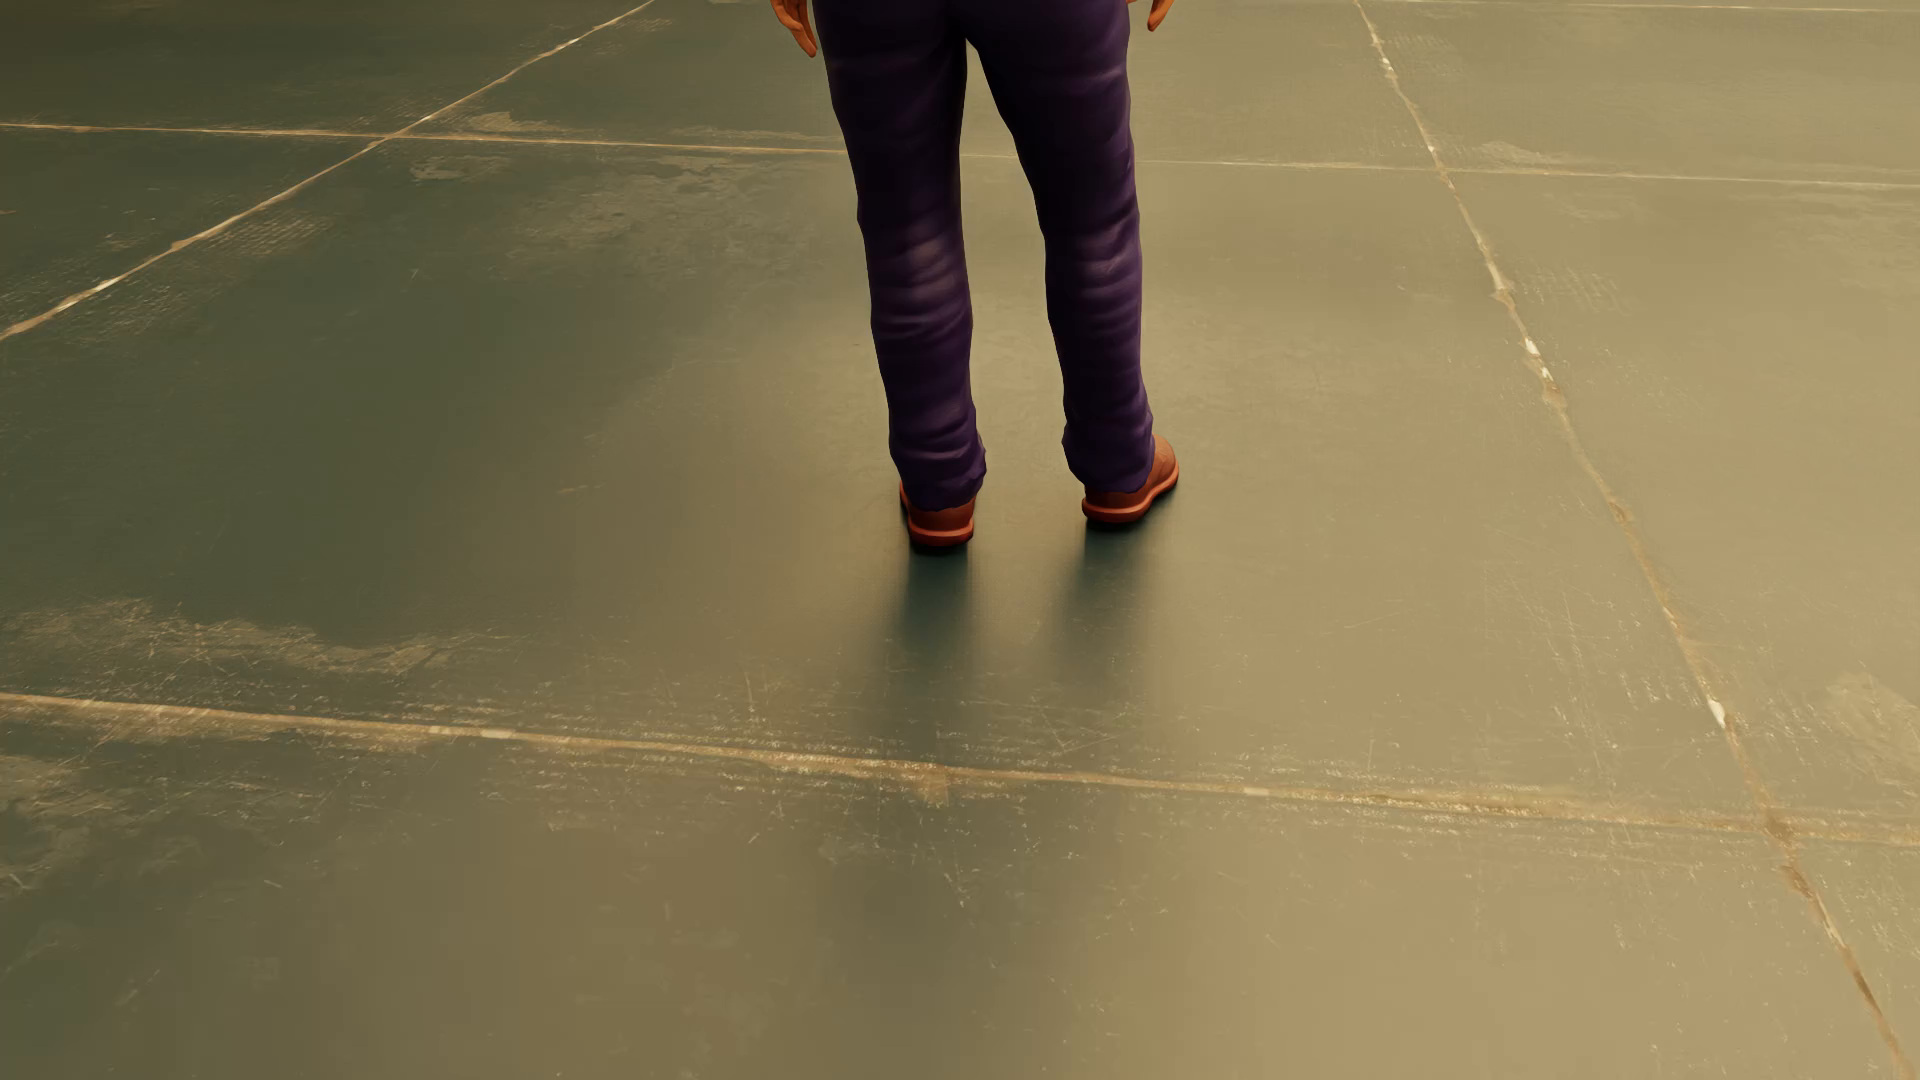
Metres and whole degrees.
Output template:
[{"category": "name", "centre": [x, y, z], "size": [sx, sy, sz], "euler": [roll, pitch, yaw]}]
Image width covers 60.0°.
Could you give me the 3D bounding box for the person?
[{"category": "person", "centre": [0.035, -0.782, 2.206], "size": [0.598, 1.651, 0.502], "euler": [3, 27, 7]}]
